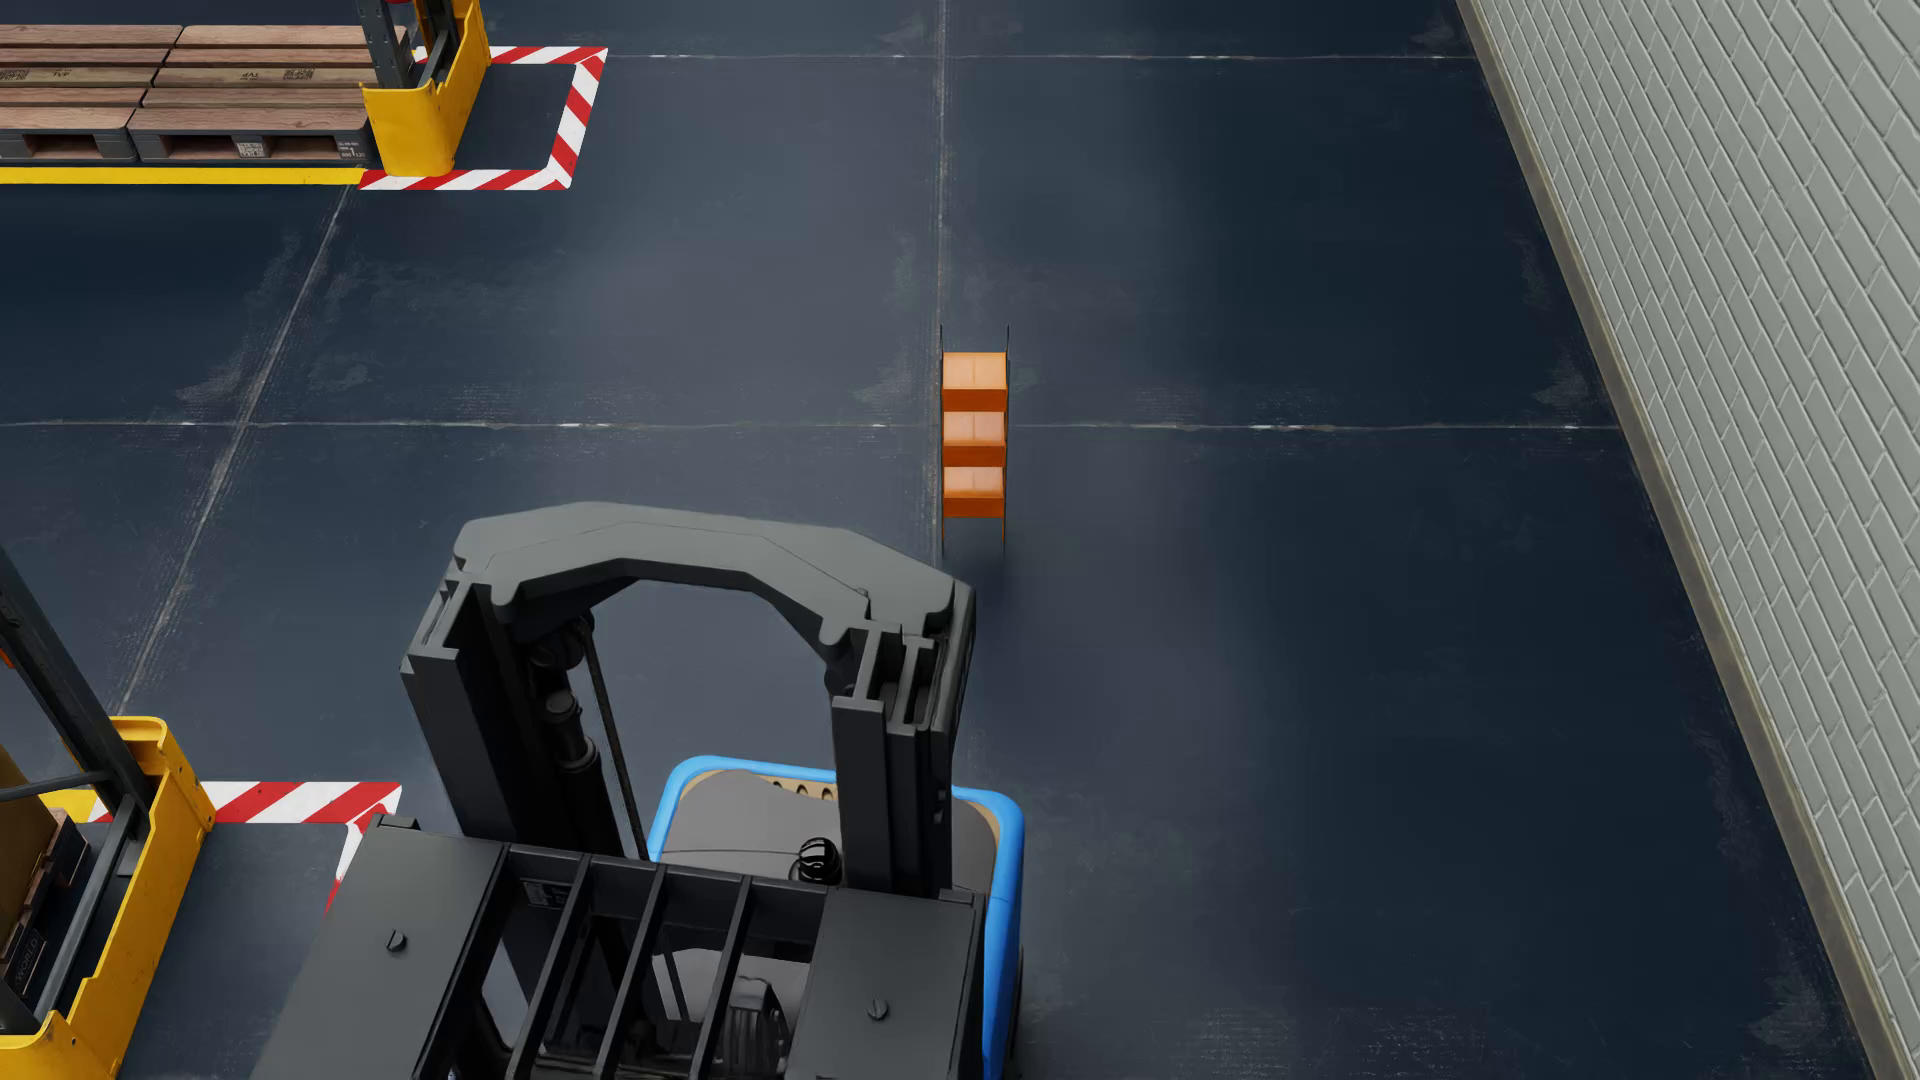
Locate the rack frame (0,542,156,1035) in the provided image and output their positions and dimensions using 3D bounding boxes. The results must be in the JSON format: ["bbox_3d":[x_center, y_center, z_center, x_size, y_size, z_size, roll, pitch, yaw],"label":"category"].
[{"bbox_3d":[-2.813,0.334,4.390,0.127,3.000,1.000,0,47,0],"label":"rack frame"}]

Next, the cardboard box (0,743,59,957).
[{"bbox_3d":[-3.453,0.972,4.961,0.875,0.875,0.875,0,47,0],"label":"cardboard box"}]

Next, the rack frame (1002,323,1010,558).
[{"bbox_3d":[0.176,-0.357,6.365,0.008,1.050,0.200,0,47,0],"label":"rack frame"}]

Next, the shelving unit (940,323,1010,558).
[{"bbox_3d":[0.053,-0.358,6.366,0.252,1.050,0.215,0,47,0],"label":"shelving unit"}]

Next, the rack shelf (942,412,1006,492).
[{"bbox_3d":[0.054,-0.350,6.373,0.240,0.259,0.215,0,47,0],"label":"rack shelf"}]

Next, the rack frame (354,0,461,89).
[{"bbox_3d":[-2.794,-3.292,7.764,0.127,3.000,1.000,0,47,0],"label":"rack frame"}]

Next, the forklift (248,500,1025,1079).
[{"bbox_3d":[-0.538,1.457,3.392,1.130,2.935,3.031,6,47,6],"label":"forklift"}]

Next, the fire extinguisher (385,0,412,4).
[{"bbox_3d":[-2.645,-2.805,7.619,0.183,0.674,0.296,0,47,0],"label":"fire extinguisher"}]

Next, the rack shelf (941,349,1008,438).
[{"bbox_3d":[0.054,-0.544,6.166,0.240,0.259,0.215,0,47,0],"label":"rack shelf"}]

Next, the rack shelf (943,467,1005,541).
[{"bbox_3d":[0.053,-0.161,6.577,0.240,0.259,0.215,0,47,0],"label":"rack shelf"}]

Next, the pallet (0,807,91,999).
[{"bbox_3d":[-3.612,1.339,5.359,1.213,0.211,1.003,0,47,0],"label":"pallet"}]

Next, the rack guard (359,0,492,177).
[{"bbox_3d":[-2.770,-2.449,8.688,0.348,0.500,1.175,0,47,0],"label":"rack guard"}]

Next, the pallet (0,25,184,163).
[{"bbox_3d":[-4.836,-2.378,8.819,1.213,0.211,1.003,0,47,0],"label":"pallet"}]

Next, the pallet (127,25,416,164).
[{"bbox_3d":[-3.619,-2.372,8.814,1.213,0.211,1.003,0,47,0],"label":"pallet"}]

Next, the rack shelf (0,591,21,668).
[{"bbox_3d":[-4.813,0.574,4.658,4.000,0.370,1.077,0,47,0],"label":"rack shelf"}]

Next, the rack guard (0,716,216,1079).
[{"bbox_3d":[-2.789,1.186,5.305,0.348,0.500,1.175,0,47,0],"label":"rack guard"}]

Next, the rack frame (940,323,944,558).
[{"bbox_3d":[-0.069,-0.358,6.366,0.008,1.050,0.200,0,47,0],"label":"rack frame"}]
